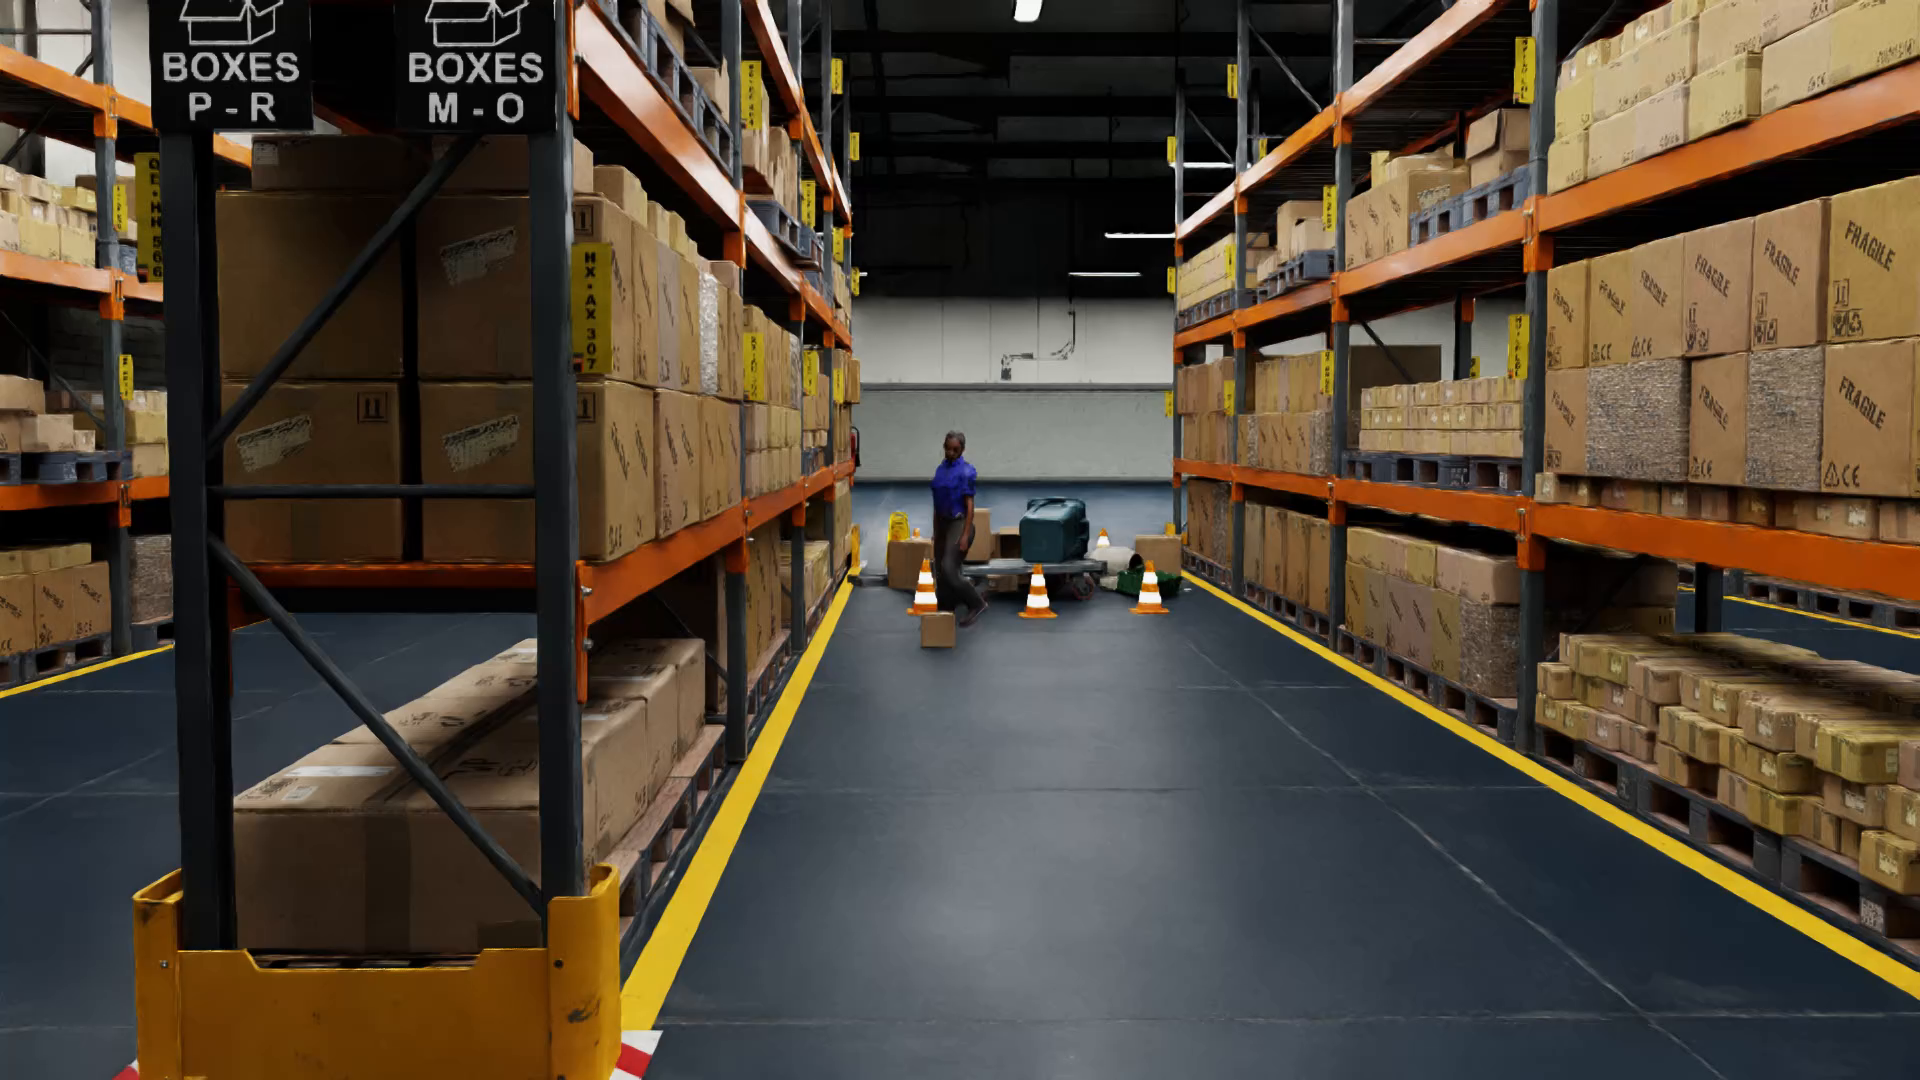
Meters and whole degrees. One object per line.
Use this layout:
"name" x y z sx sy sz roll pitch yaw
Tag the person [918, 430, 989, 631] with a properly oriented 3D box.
"person" -0.029 -0.063 13.359 0.477 1.639 0.561 -3 5 -34
